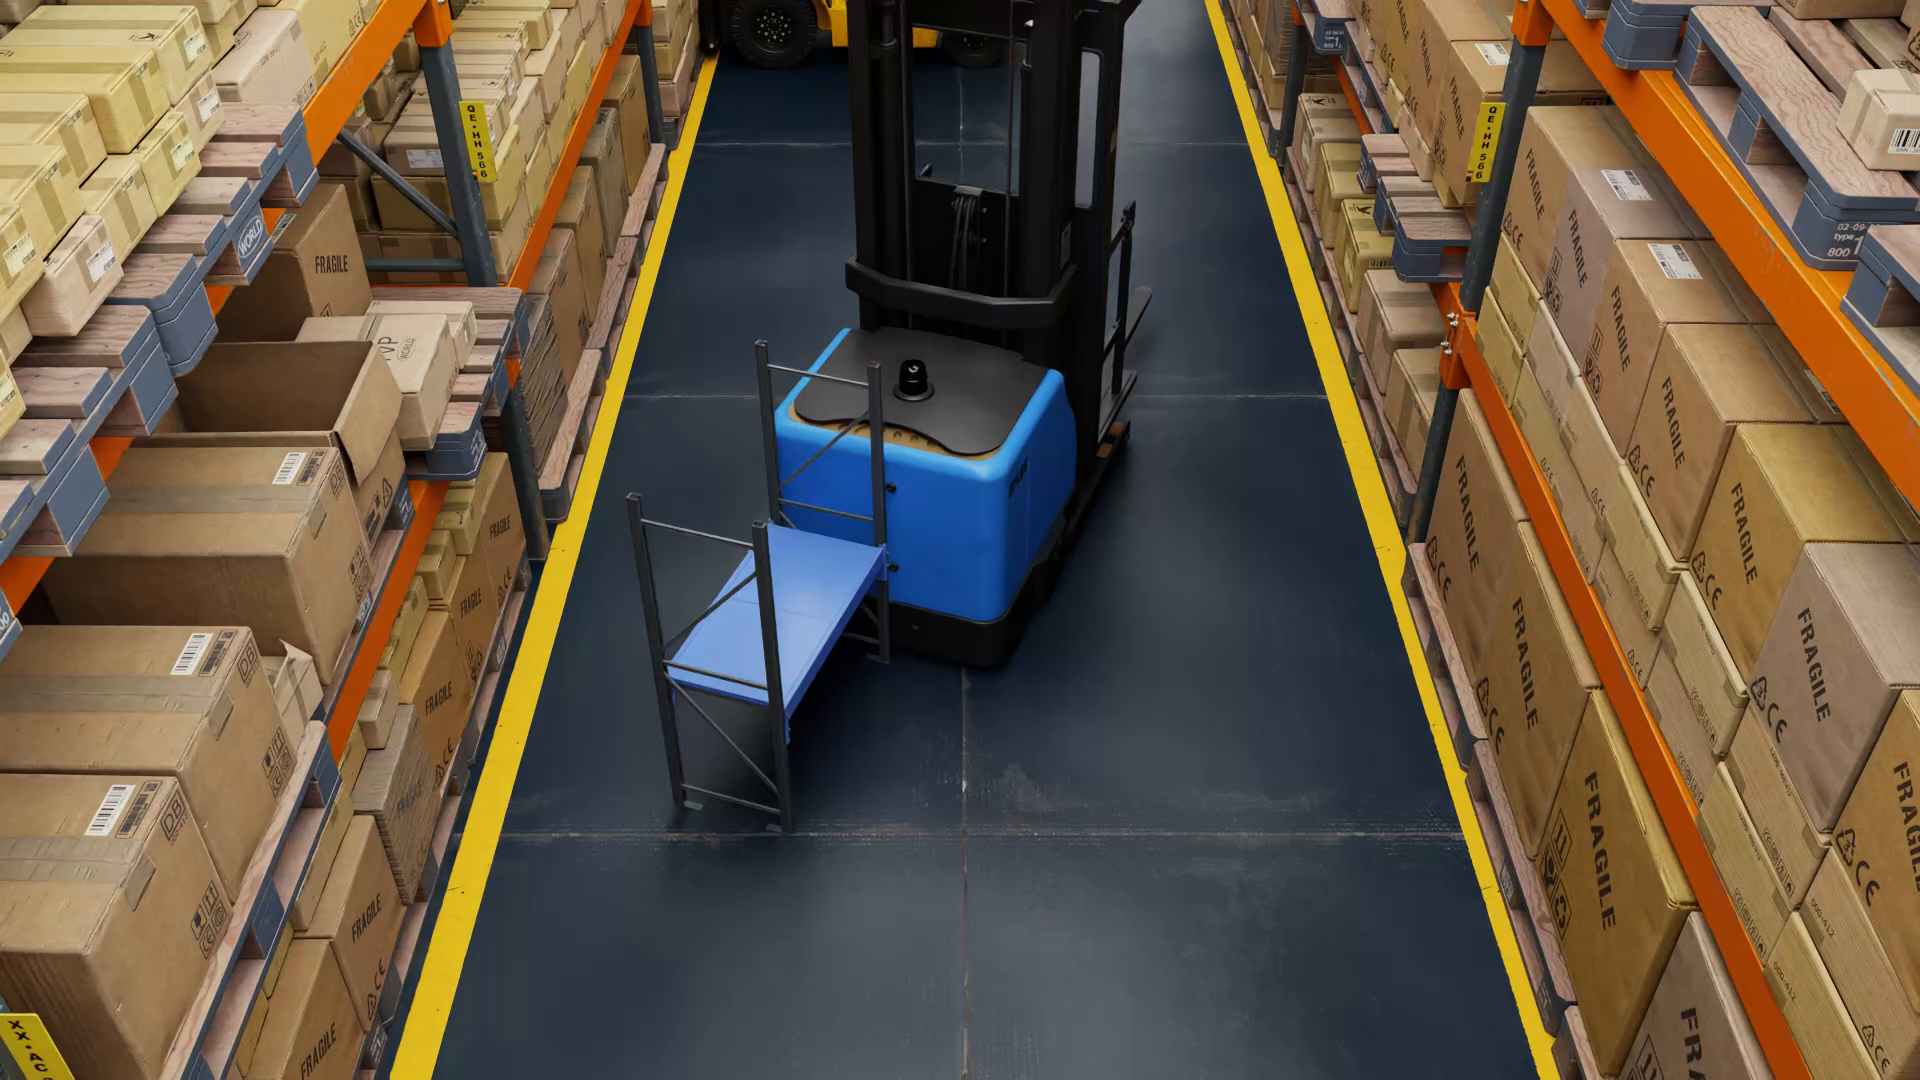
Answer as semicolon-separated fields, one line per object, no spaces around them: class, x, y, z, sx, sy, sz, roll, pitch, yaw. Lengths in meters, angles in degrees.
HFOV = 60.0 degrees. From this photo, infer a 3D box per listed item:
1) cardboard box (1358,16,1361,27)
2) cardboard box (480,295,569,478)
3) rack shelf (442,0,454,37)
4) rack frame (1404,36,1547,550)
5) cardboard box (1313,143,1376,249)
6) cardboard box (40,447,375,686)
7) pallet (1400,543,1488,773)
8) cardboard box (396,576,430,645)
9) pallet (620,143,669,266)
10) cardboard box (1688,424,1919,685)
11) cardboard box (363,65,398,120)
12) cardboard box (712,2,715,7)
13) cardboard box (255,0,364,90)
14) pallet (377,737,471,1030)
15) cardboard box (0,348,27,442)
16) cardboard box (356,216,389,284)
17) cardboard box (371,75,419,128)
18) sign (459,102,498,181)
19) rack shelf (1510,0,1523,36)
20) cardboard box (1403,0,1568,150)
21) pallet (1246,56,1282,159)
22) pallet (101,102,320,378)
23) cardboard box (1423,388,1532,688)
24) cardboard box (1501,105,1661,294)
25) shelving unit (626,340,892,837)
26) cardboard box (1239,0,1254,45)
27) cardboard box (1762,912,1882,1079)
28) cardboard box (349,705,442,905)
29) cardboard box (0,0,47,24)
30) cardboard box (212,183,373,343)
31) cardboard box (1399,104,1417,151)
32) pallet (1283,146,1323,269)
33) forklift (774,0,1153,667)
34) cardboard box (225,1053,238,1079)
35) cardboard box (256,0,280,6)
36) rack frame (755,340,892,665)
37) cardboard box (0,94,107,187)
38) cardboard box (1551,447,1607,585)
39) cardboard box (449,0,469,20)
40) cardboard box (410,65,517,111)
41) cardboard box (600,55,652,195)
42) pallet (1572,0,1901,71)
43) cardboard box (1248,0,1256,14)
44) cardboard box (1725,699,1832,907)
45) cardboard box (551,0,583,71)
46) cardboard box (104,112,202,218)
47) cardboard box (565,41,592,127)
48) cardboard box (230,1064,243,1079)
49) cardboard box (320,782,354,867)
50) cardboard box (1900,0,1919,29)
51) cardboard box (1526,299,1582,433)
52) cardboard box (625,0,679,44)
cardboard box;2.270;-2.684;8.566;0.380;0.149;0.250;0;39;0
cardboard box;-2.386;-0.733;7.829;0.875;0.625;0.625;1;39;1
rack shelf;-2.401;-3.246;7.579;1.077;0.370;4.000;0;39;0
rack frame;2.565;-1.111;6.738;1.000;3.000;0.127;0;39;0
cardboard box;2.568;-1.974;9.580;0.950;0.372;0.625;2;39;3
cardboard box;-2.173;0.076;4.841;0.700;0.500;0.500;0;39;0
pallet;2.490;0.470;6.995;1.003;0.211;1.213;0;39;0
cardboard box;-2.203;0.262;6.169;0.380;0.149;0.250;1;39;1
pallet;-2.364;-2.058;10.149;1.003;0.211;1.213;0;39;0
cardboard box;2.329;0.041;4.421;0.500;0.500;0.500;1;39;1
cardboard box;-2.653;-1.927;7.157;0.380;0.149;0.250;0;39;0
cardboard box;-2.086;-3.957;12.152;0.500;0.250;0.500;1;39;1
cardboard box;-2.154;-1.582;5.047;0.500;0.250;0.500;0;39;0
pallet;-2.437;1.211;6.071;1.003;0.211;1.213;0;39;0
cardboard box;-1.962;-0.229;3.023;0.380;0.149;0.250;0;39;0
cardboard box;-2.655;-1.328;7.128;0.500;0.250;0.500;-1;39;-1
cardboard box;-2.680;-1.843;7.371;0.500;0.250;0.500;0;39;0
sign;-1.856;-1.533;6.401;0.100;0.325;0.005;0;39;0
rack shelf;2.563;-3.252;7.586;1.077;0.370;4.000;0;39;0
cardboard box;2.275;-2.038;7.241;0.500;0.500;0.500;-1;39;-1
pallet;2.524;-2.945;11.256;1.003;0.211;1.213;0;39;0
pallet;-2.329;-0.758;4.049;1.213;0.211;1.003;0;39;0
cardboard box;2.483;-0.014;6.732;0.875;0.875;0.875;0;39;0
cardboard box;2.321;-1.232;6.009;0.500;0.500;0.500;-1;39;-2
shelving unit;-0.702;0.187;6.318;0.538;1.500;1.048;12;40;15
cardboard box;2.284;-3.724;11.862;0.500;0.250;0.500;1;39;1
cardboard box;2.317;1.168;4.014;0.500;0.250;0.500;-1;39;-1
cardboard box;-2.171;0.935;5.847;0.500;0.500;0.500;-1;39;-2
cardboard box;-2.613;-1.467;4.346;0.380;0.149;0.250;0;39;0
cardboard box;-2.555;-0.986;6.167;0.500;0.500;0.500;2;39;2
cardboard box;2.219;-1.865;7.543;0.380;0.149;0.250;-2;39;-2
pallet;2.563;-2.038;10.124;1.003;0.211;1.213;0;39;0
forklift;0.205;-1.538;7.326;1.130;2.935;3.031;13;41;16
cardboard box;-2.177;1.451;4.447;0.380;0.149;0.250;-2;39;-2
cardboard box;-2.158;-1.670;4.837;0.380;0.149;0.250;0;39;0
rack frame;-0.534;-0.113;6.692;0.500;1.500;0.032;12;40;15
cardboard box;-2.071;-0.829;3.534;0.380;0.149;0.250;0;39;1
cardboard box;2.327;-0.098;5.593;0.500;0.250;0.500;1;39;1
cardboard box;-2.214;-2.567;7.956;0.380;0.149;0.250;0;39;0
cardboard box;-2.132;-1.925;7.155;0.380;0.149;0.250;1;39;1
cardboard box;-2.392;-2.518;10.056;0.875;0.625;0.625;2;39;2
pallet;2.619;-1.806;5.357;1.213;0.211;1.003;2;39;2
cardboard box;2.287;-4.003;11.610;0.500;0.500;0.500;2;39;2
cardboard box;2.318;0.665;4.241;0.500;0.250;0.500;1;39;1
cardboard box;-2.163;-2.480;8.166;0.500;0.250;0.500;0;39;1
cardboard box;-1.992;-0.864;3.816;0.380;0.149;0.250;1;39;1
cardboard box;-2.157;-2.286;8.323;0.500;0.250;0.500;1;39;1
cardboard box;-2.206;1.557;4.553;0.380;0.149;0.250;-1;39;-1
cardboard box;-2.193;0.913;5.356;0.380;0.149;0.250;1;39;2
cardboard box;2.916;-1.532;4.637;0.396;0.266;0.258;-1;39;-1
cardboard box;2.318;-0.608;5.830;0.500;0.250;0.500;1;39;1
cardboard box;-2.090;-3.391;10.646;0.500;0.250;0.500;-1;39;-1
